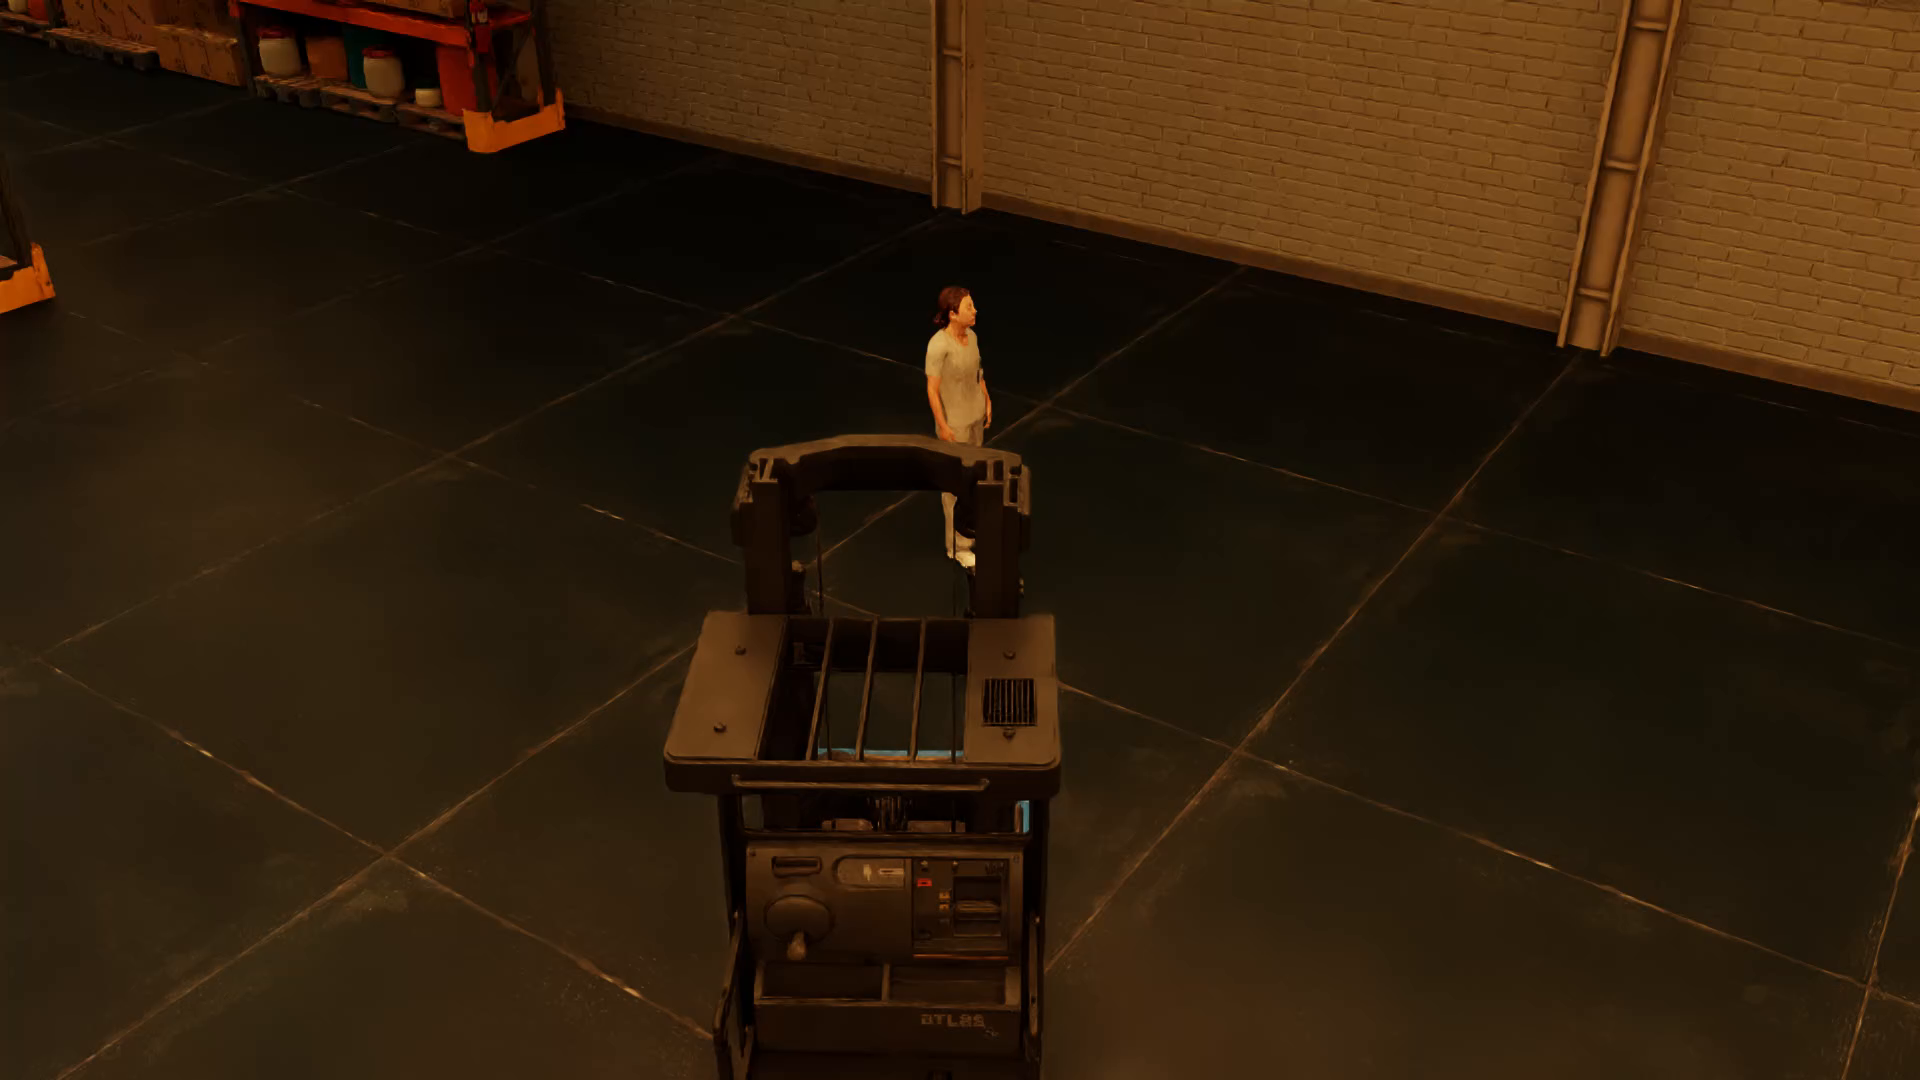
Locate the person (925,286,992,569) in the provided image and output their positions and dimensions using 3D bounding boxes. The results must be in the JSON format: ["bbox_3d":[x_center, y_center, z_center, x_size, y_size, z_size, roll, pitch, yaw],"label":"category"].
[{"bbox_3d":[0.054,-0.705,10.030,0.548,1.674,0.550,19,35,29],"label":"person"}]

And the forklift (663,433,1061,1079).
[{"bbox_3d":[-0.257,1.264,5.404,1.130,2.935,3.031,1,30,1],"label":"forklift"}]
